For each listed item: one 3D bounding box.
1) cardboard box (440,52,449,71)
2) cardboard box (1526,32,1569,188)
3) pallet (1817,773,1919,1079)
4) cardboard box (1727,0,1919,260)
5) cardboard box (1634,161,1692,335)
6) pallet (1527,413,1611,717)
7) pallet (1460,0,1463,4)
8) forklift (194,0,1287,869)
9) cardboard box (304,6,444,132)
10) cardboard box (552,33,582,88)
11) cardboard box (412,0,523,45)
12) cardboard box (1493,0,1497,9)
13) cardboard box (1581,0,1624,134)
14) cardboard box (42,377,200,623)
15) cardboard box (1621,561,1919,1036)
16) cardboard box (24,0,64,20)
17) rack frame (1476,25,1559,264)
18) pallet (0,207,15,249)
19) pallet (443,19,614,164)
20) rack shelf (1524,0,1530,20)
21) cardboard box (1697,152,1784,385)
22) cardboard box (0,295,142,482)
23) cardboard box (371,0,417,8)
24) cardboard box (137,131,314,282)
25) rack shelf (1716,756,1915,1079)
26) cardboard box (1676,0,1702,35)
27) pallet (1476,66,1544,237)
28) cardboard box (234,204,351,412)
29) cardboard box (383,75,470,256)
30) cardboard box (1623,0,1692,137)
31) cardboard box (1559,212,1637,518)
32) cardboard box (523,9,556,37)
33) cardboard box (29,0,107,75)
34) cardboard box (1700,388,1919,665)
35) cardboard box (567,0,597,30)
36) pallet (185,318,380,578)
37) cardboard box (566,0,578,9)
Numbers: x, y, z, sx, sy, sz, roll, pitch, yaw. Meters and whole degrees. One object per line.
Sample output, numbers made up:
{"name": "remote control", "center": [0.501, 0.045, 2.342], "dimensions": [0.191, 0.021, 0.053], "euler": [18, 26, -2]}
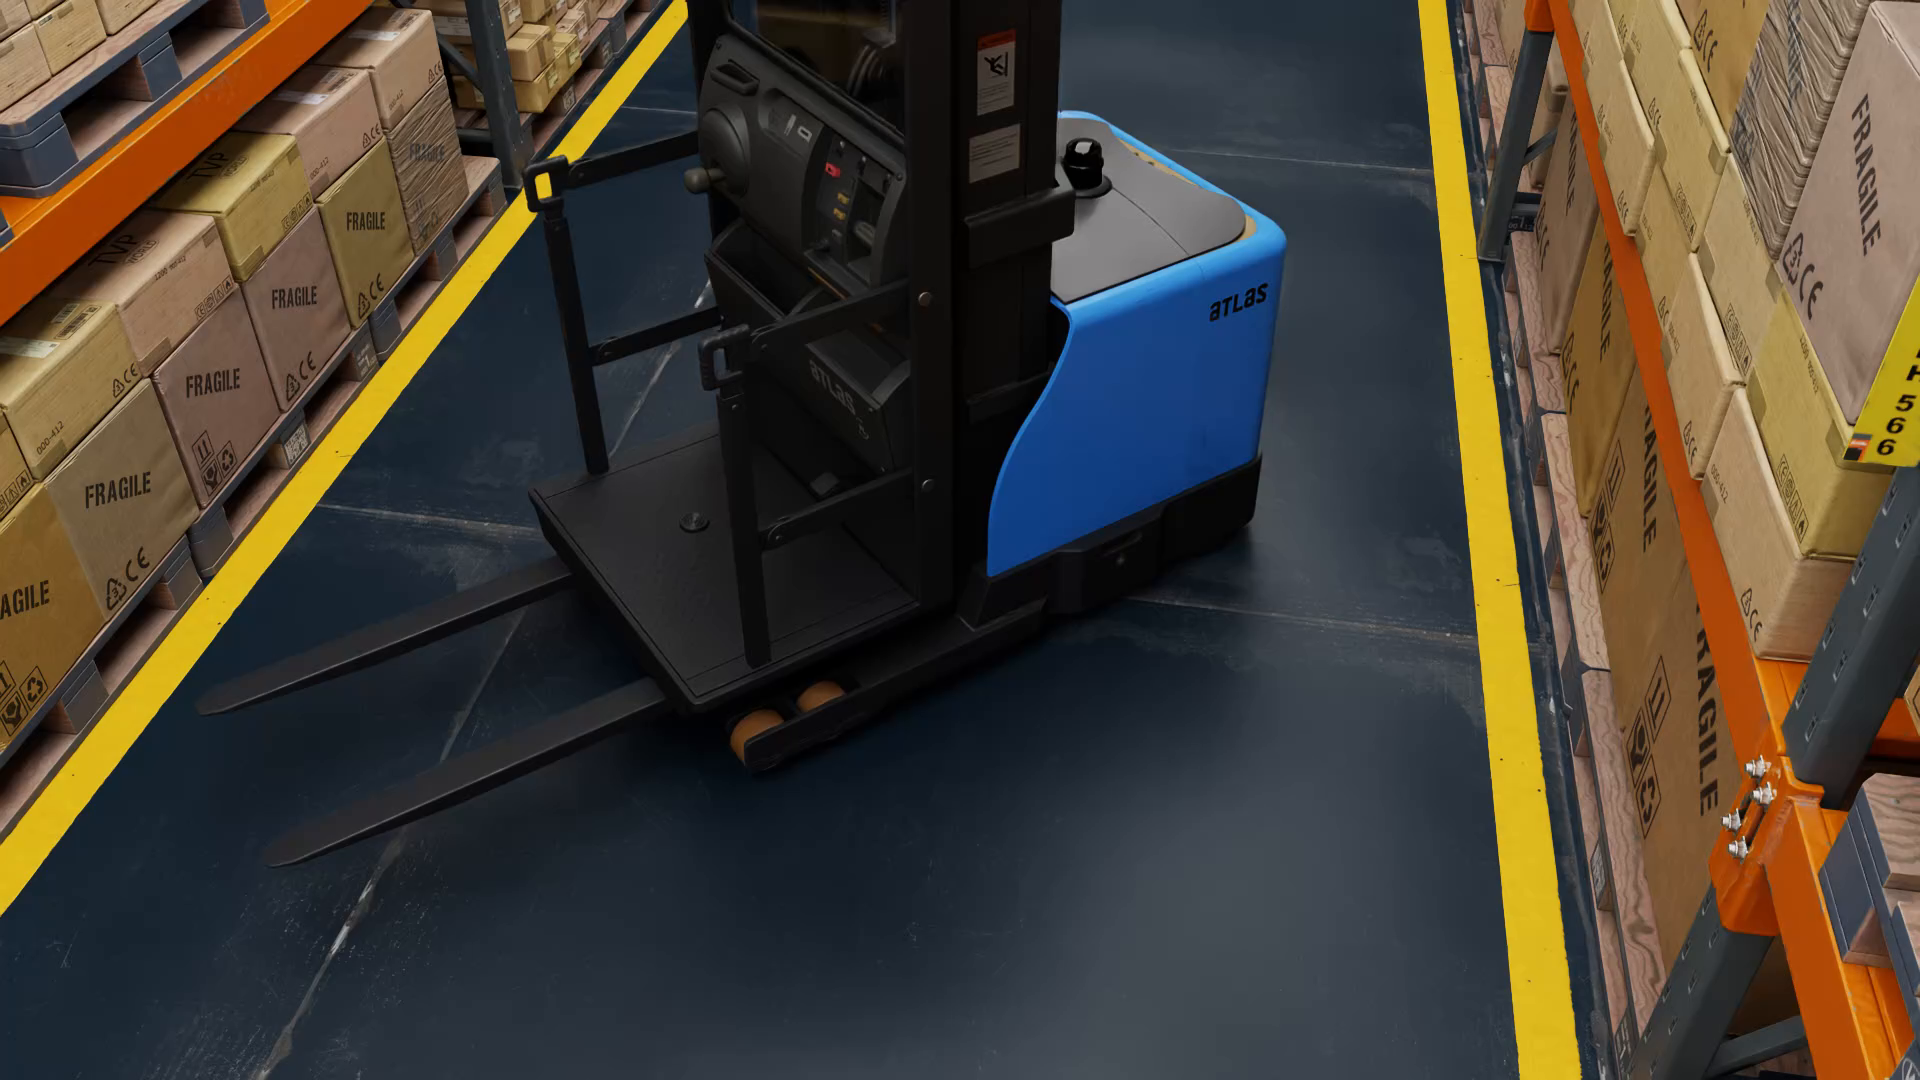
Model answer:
{"name": "cardboard box", "center": [-2.481, -2.223, 7.493], "dimensions": [0.380, 0.149, 0.250], "euler": [7, 40, 9]}
{"name": "cardboard box", "center": [2.766, -1.797, 6.750], "dimensions": [0.875, 0.438, 0.875], "euler": [6, 40, 7]}
{"name": "pallet", "center": [1.841, 0.803, 2.075], "dimensions": [1.213, 0.211, 1.003], "euler": [6, 40, 8]}
{"name": "cardboard box", "center": [1.772, -0.830, 3.037], "dimensions": [0.500, 0.500, 0.500], "euler": [7, 40, 8]}
{"name": "cardboard box", "center": [1.868, -0.655, 3.806], "dimensions": [0.500, 0.250, 0.500], "euler": [6, 40, 7]}
{"name": "pallet", "center": [2.284, 0.095, 4.970], "dimensions": [1.003, 0.211, 1.213], "euler": [6, 40, 8]}
{"name": "pallet", "center": [3.183, -3.165, 8.913], "dimensions": [1.003, 0.211, 1.213], "euler": [6, 40, 8]}
{"name": "forklift", "center": [-0.578, -0.892, 4.029], "dimensions": [3.031, 2.935, 1.130], "euler": [-23, 45, -26]}
{"name": "cardboard box", "center": [-2.221, -1.715, 6.014], "dimensions": [0.500, 0.250, 0.500], "euler": [5, 40, 6]}
{"name": "cardboard box", "center": [-1.915, -2.146, 7.399], "dimensions": [0.380, 0.149, 0.250], "euler": [8, 40, 9]}
{"name": "cardboard box", "center": [-2.077, -2.208, 7.008], "dimensions": [0.380, 0.149, 0.250], "euler": [8, 40, 9]}
{"name": "cardboard box", "center": [3.078, -2.924, 8.114], "dimensions": [0.875, 0.438, 0.875], "euler": [7, 40, 9]}
{"name": "cardboard box", "center": [2.024, -1.291, 4.575], "dimensions": [0.500, 0.250, 0.500], "euler": [6, 40, 7]}
{"name": "cardboard box", "center": [-2.576, -0.142, 4.700], "dimensions": [0.500, 0.500, 0.500], "euler": [7, 40, 8]}
{"name": "cardboard box", "center": [2.061, 0.503, 3.626], "dimensions": [0.875, 0.875, 0.875], "euler": [6, 40, 7]}
{"name": "cardboard box", "center": [-2.530, -1.482, 4.322], "dimensions": [0.380, 0.149, 0.250], "euler": [6, 40, 7]}
{"name": "rack frame", "center": [2.552, -2.240, 5.606], "dimensions": [1.000, 3.000, 0.127], "euler": [6, 40, 8]}
{"name": "pallet", "center": [-3.015, -0.597, 3.769], "dimensions": [1.213, 0.211, 1.003], "euler": [6, 40, 8]}
{"name": "pallet", "center": [-2.259, -2.073, 7.592], "dimensions": [1.003, 0.211, 1.213], "euler": [6, 40, 8]}
{"name": "rack shelf", "center": [2.898, -3.218, 7.353], "dimensions": [1.077, 0.370, 4.000], "euler": [6, 40, 8]}
{"name": "cardboard box", "center": [1.779, -0.519, 3.249], "dimensions": [0.500, 0.250, 0.500], "euler": [5, 40, 7]}
{"name": "cardboard box", "center": [-2.587, -0.424, 4.453], "dimensions": [0.500, 0.250, 0.500], "euler": [6, 40, 7]}
{"name": "cardboard box", "center": [-2.536, -2.267, 7.079], "dimensions": [0.380, 0.149, 0.250], "euler": [7, 40, 9]}
{"name": "cardboard box", "center": [-2.400, -1.060, 5.222], "dimensions": [0.500, 0.250, 0.500], "euler": [5, 40, 6]}
{"name": "rack shelf", "center": [1.514, 1.803, 1.280], "dimensions": [1.077, 0.370, 4.000], "euler": [6, 40, 8]}
{"name": "cardboard box", "center": [1.960, -1.458, 3.796], "dimensions": [0.500, 0.500, 0.500], "euler": [6, 40, 7]}
{"name": "pallet", "center": [2.761, -1.634, 7.061], "dimensions": [1.003, 0.211, 1.213], "euler": [6, 40, 8]}
{"name": "cardboard box", "center": [-2.403, -0.785, 5.478], "dimensions": [0.500, 0.500, 0.500], "euler": [6, 40, 7]}
{"name": "cardboard box", "center": [-2.221, -1.429, 6.256], "dimensions": [0.500, 0.500, 0.500], "euler": [6, 40, 7]}
{"name": "cardboard box", "center": [1.937, -1.168, 4.034], "dimensions": [0.500, 0.250, 0.500], "euler": [5, 40, 6]}
{"name": "cardboard box", "center": [2.375, -0.618, 4.981], "dimensions": [0.875, 0.875, 0.875], "euler": [7, 40, 9]}
{"name": "cardboard box", "center": [-2.007, -2.261, 7.305], "dimensions": [0.380, 0.149, 0.250], "euler": [7, 40, 8]}
{"name": "cardboard box", "center": [-2.529, -1.368, 4.418], "dimensions": [0.380, 0.149, 0.250], "euler": [7, 40, 8]}
{"name": "cardboard box", "center": [1.692, -0.018, 3.036], "dimensions": [0.500, 0.250, 0.500], "euler": [5, 40, 6]}
{"name": "cardboard box", "center": [-1.929, -2.472, 7.794], "dimensions": [0.380, 0.149, 0.250], "euler": [6, 40, 7]}
{"name": "pallet", "center": [-2.683, -0.391, 5.558], "dimensions": [1.003, 0.211, 1.213], "euler": [6, 40, 8]}
{"name": "cardboard box", "center": [-1.951, -2.587, 7.700], "dimensions": [0.380, 0.149, 0.250], "euler": [4, 40, 5]}
